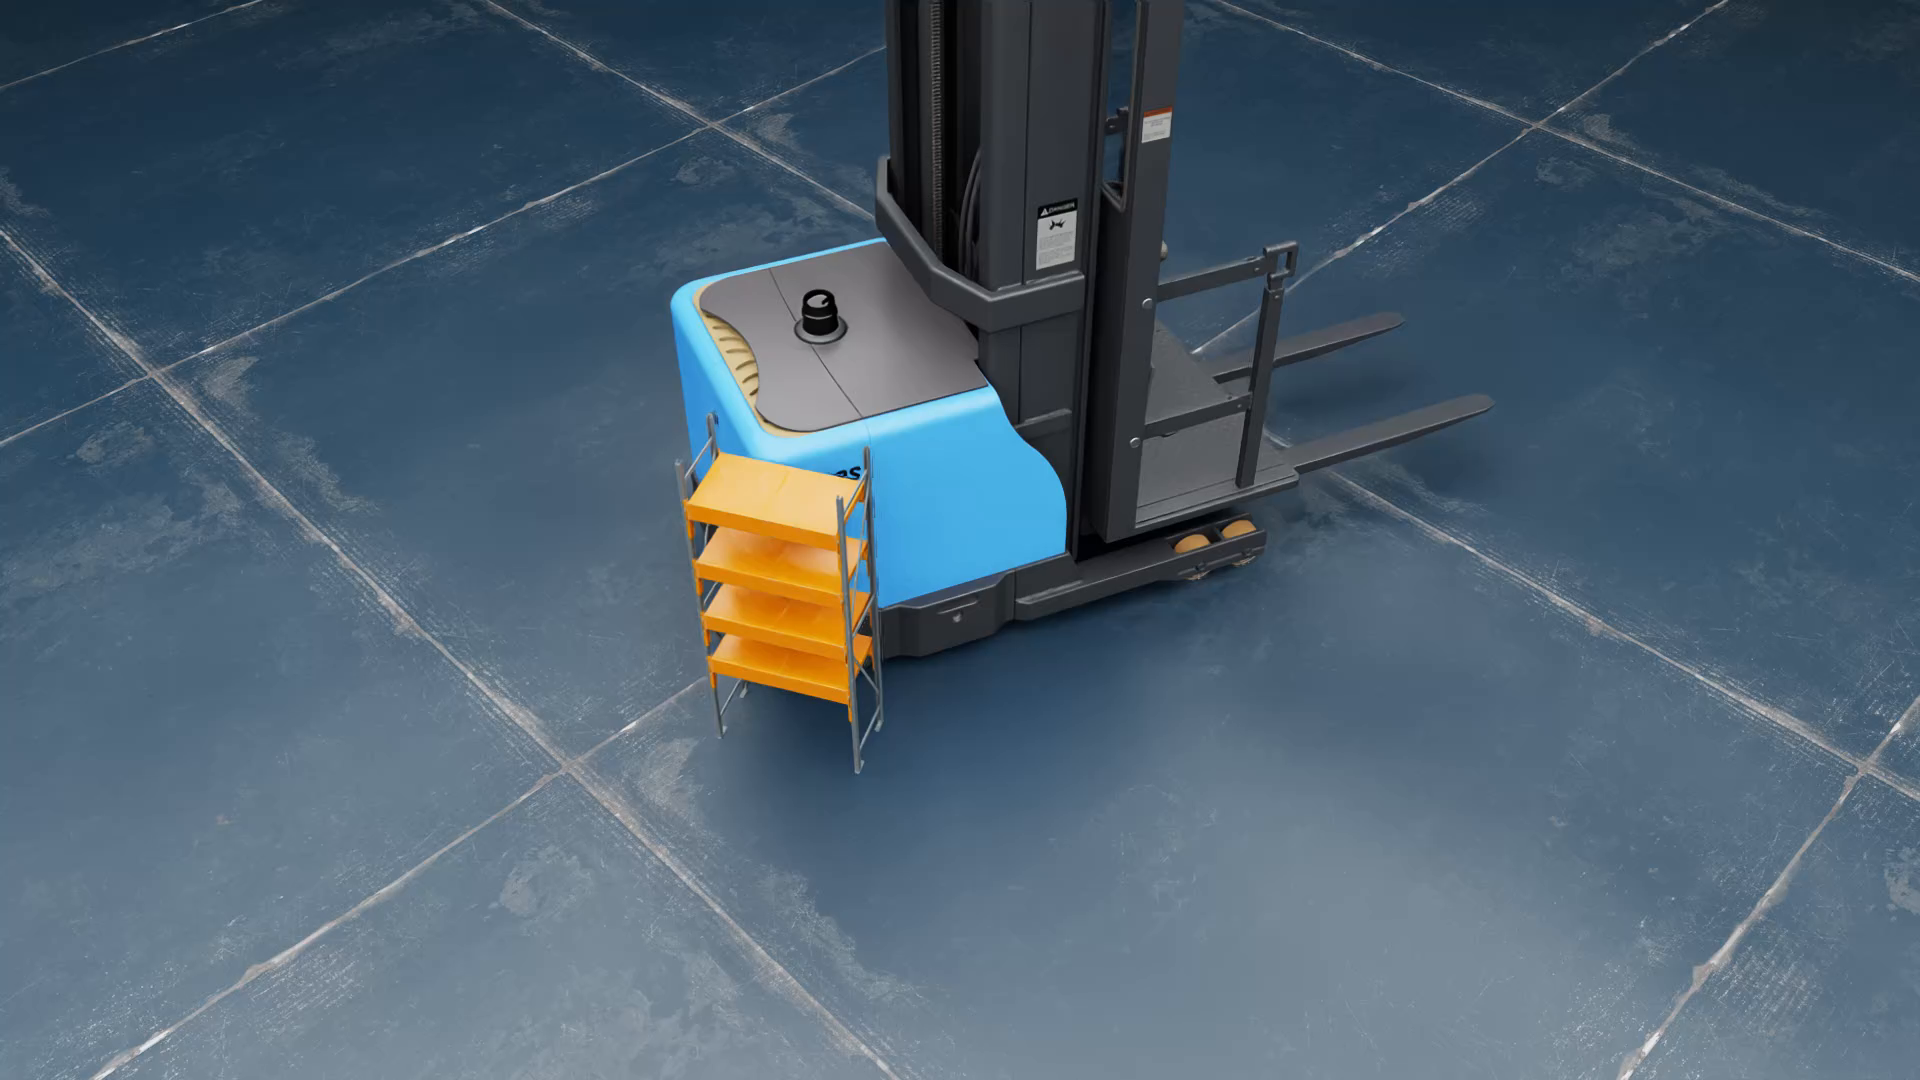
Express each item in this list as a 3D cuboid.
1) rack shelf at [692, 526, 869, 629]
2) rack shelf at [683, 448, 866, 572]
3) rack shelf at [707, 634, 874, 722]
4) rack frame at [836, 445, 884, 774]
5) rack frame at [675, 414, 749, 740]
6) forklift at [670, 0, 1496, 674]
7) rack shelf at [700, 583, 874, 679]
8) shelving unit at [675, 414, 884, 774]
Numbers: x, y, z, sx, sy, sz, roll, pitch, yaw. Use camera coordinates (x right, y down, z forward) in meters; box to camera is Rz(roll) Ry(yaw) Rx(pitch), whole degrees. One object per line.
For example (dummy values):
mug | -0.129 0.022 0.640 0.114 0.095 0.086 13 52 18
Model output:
rack shelf | -0.534 0.082 5.046 0.480 0.148 0.258 12 44 13
rack shelf | -0.534 -0.091 4.884 0.480 0.148 0.258 12 44 13
rack shelf | -0.533 0.390 5.334 0.480 0.148 0.258 12 44 13
rack frame | -0.301 0.246 5.098 0.015 1.200 0.240 12 44 13
rack frame | -0.766 0.146 5.207 0.015 1.200 0.240 12 44 13
forklift | 0.575 -1.246 5.438 3.031 2.935 1.130 -16 45 -17
rack shelf | -0.533 0.245 5.198 0.480 0.148 0.258 12 44 13
shelving unit | -0.533 0.196 5.152 0.503 1.200 0.258 12 44 13
